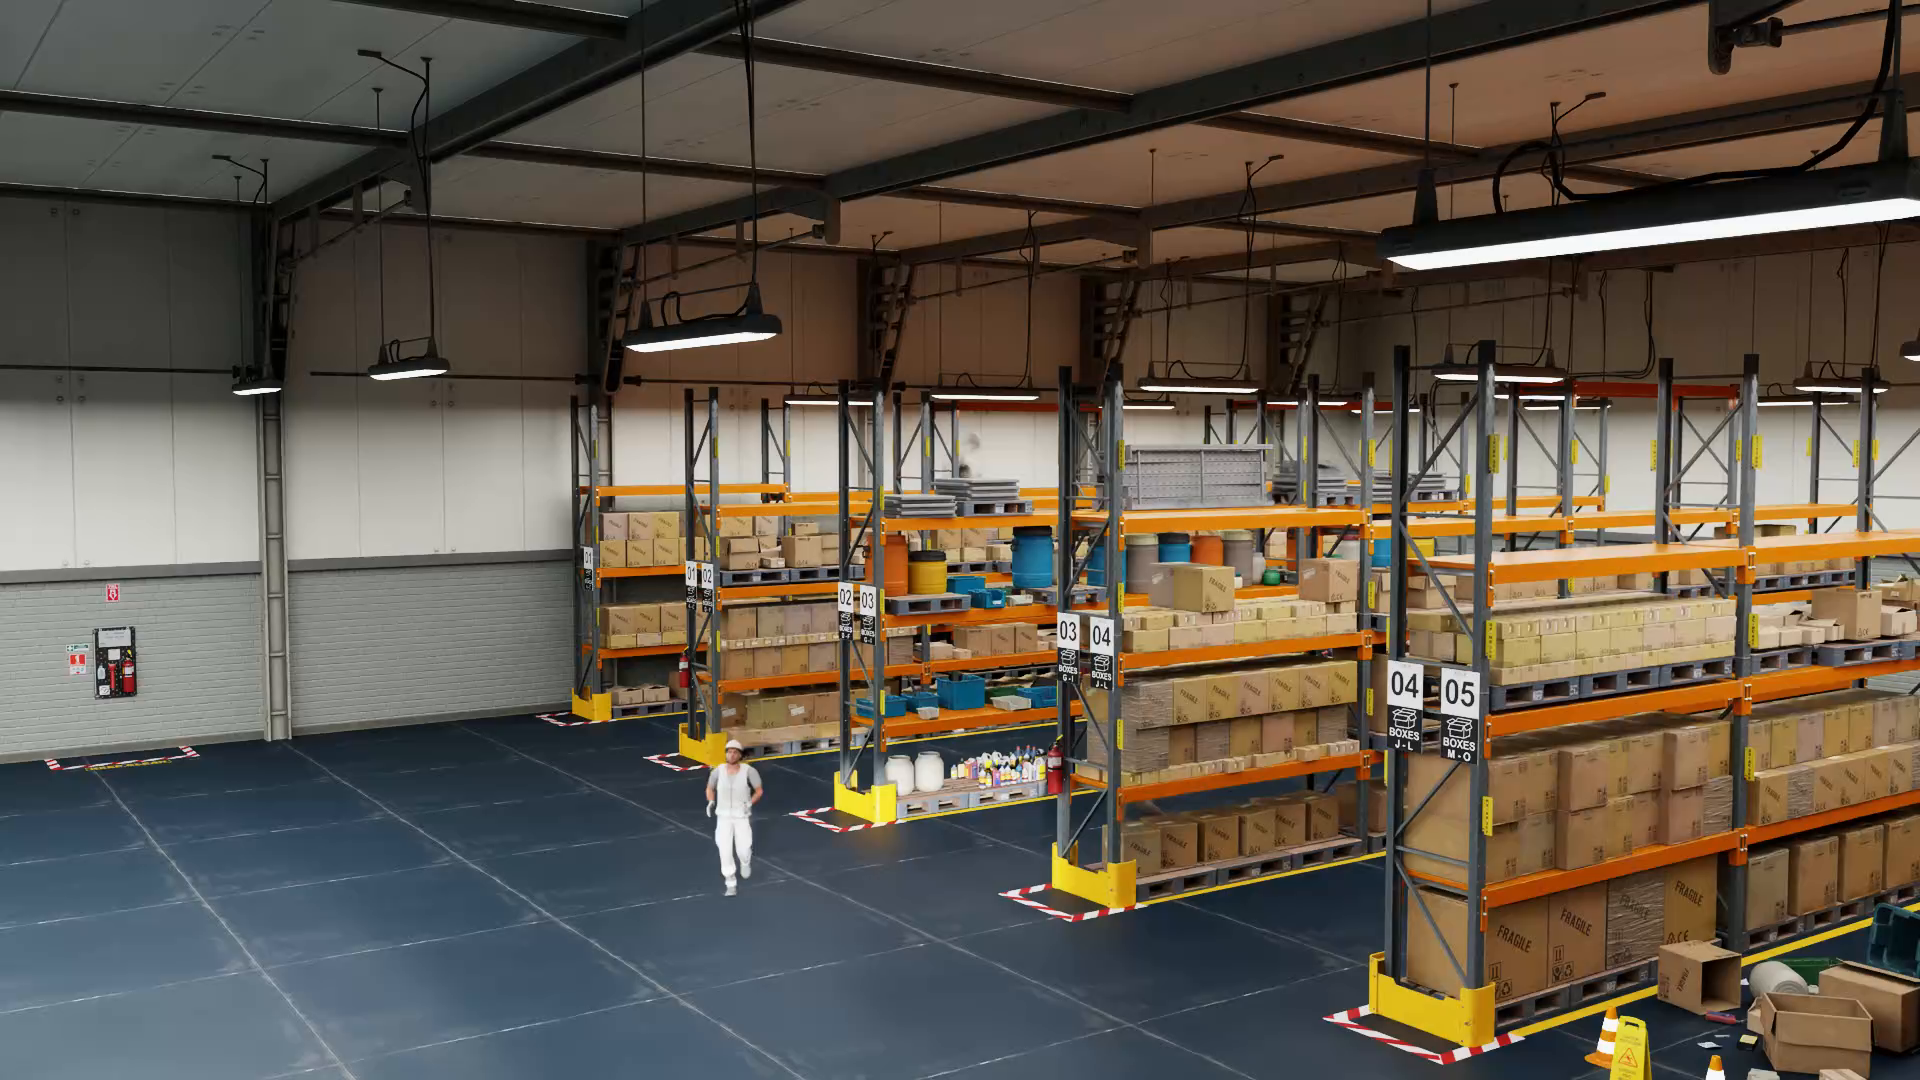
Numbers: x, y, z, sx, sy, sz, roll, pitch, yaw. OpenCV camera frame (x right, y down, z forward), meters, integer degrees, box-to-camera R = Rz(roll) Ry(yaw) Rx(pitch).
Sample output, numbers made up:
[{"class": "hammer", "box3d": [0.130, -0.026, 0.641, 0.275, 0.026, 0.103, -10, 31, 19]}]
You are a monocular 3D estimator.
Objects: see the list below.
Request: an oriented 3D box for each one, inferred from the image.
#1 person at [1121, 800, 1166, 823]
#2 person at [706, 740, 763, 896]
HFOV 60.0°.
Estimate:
[{"class": "person", "box3d": [2.269, 3.025, 21.434, 0.911, 1.735, 0.671, -2, 4, -34]}, {"class": "person", "box3d": [-2.588, 3.150, 19.004, 0.658, 1.741, 0.687, 0, 3, 1]}]
